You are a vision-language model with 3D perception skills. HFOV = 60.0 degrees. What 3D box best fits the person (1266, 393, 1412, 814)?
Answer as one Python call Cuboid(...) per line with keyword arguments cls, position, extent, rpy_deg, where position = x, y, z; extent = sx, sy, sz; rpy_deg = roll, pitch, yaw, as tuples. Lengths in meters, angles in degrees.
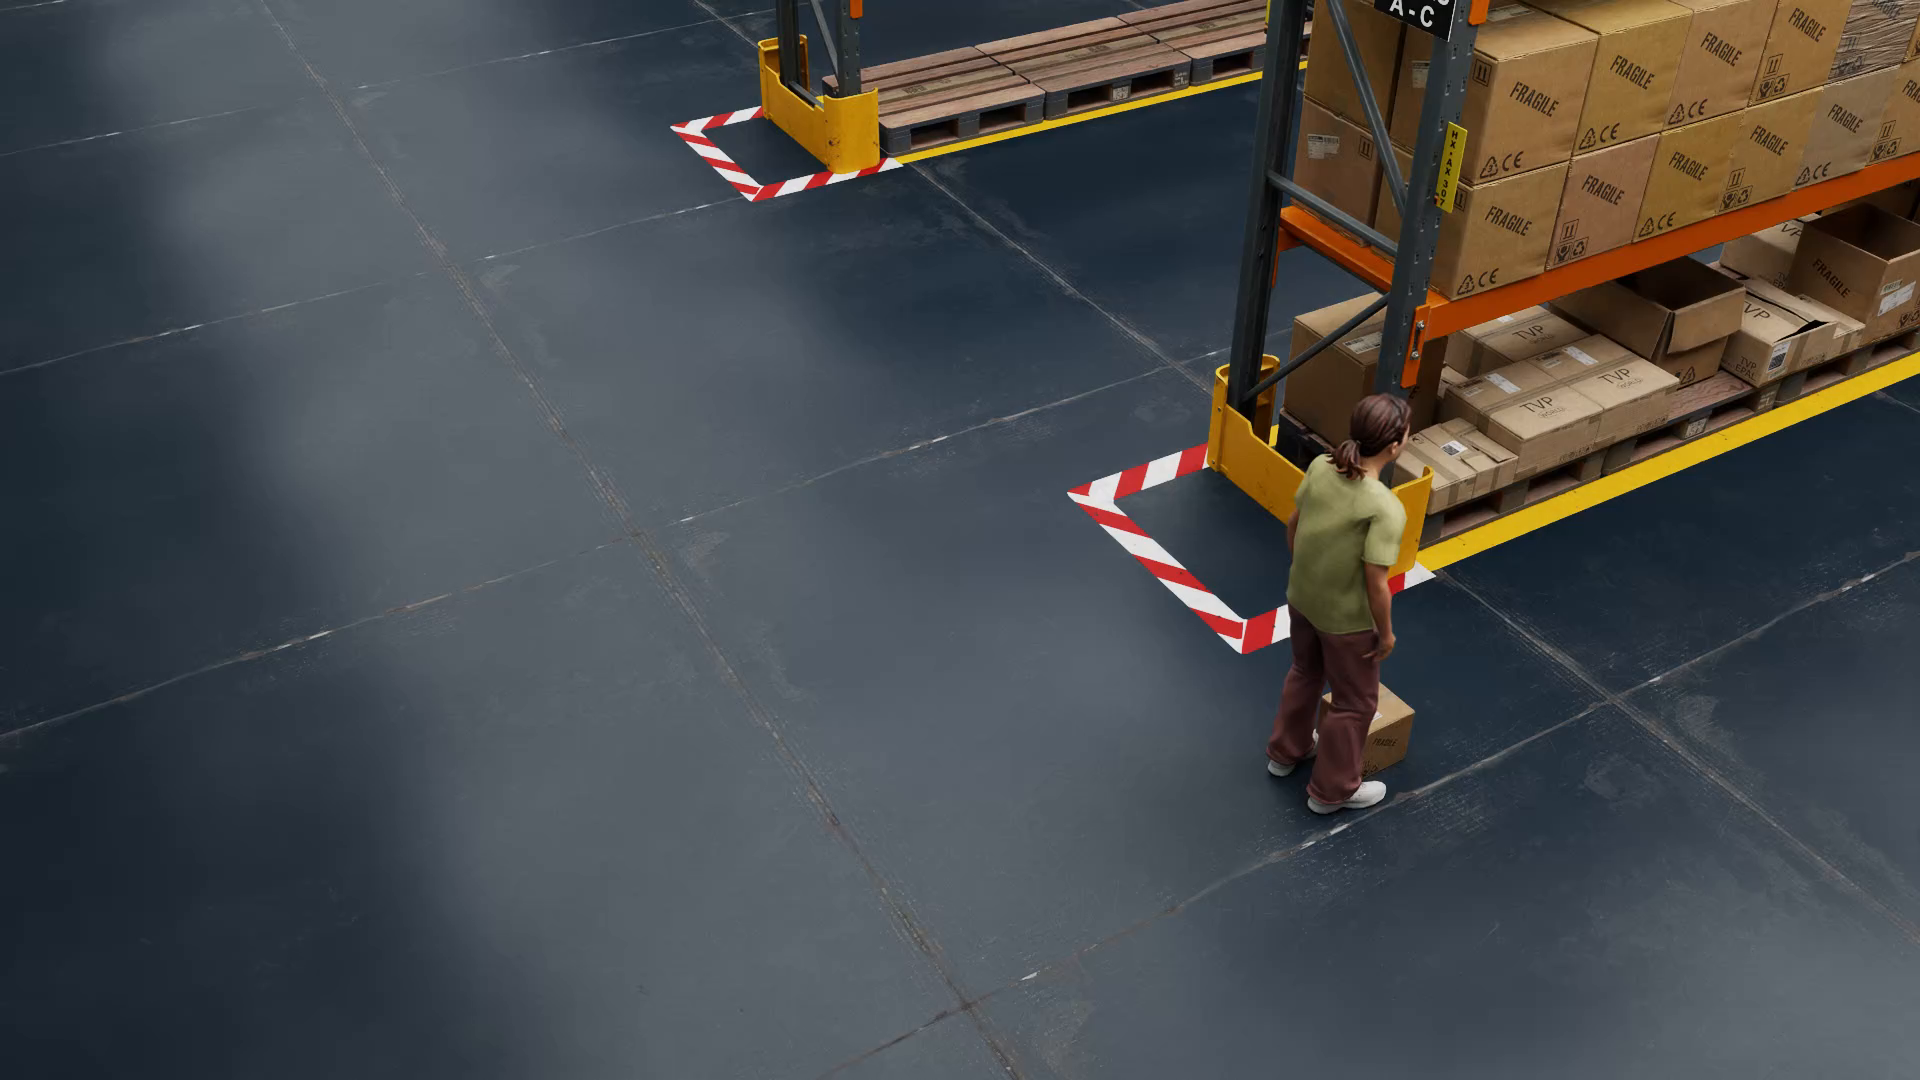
Cuboid(cls="person", position=(1.339, 0.231, 5.843), extent=(0.356, 1.673, 0.499), rpy_deg=(-19, 41, -23))
